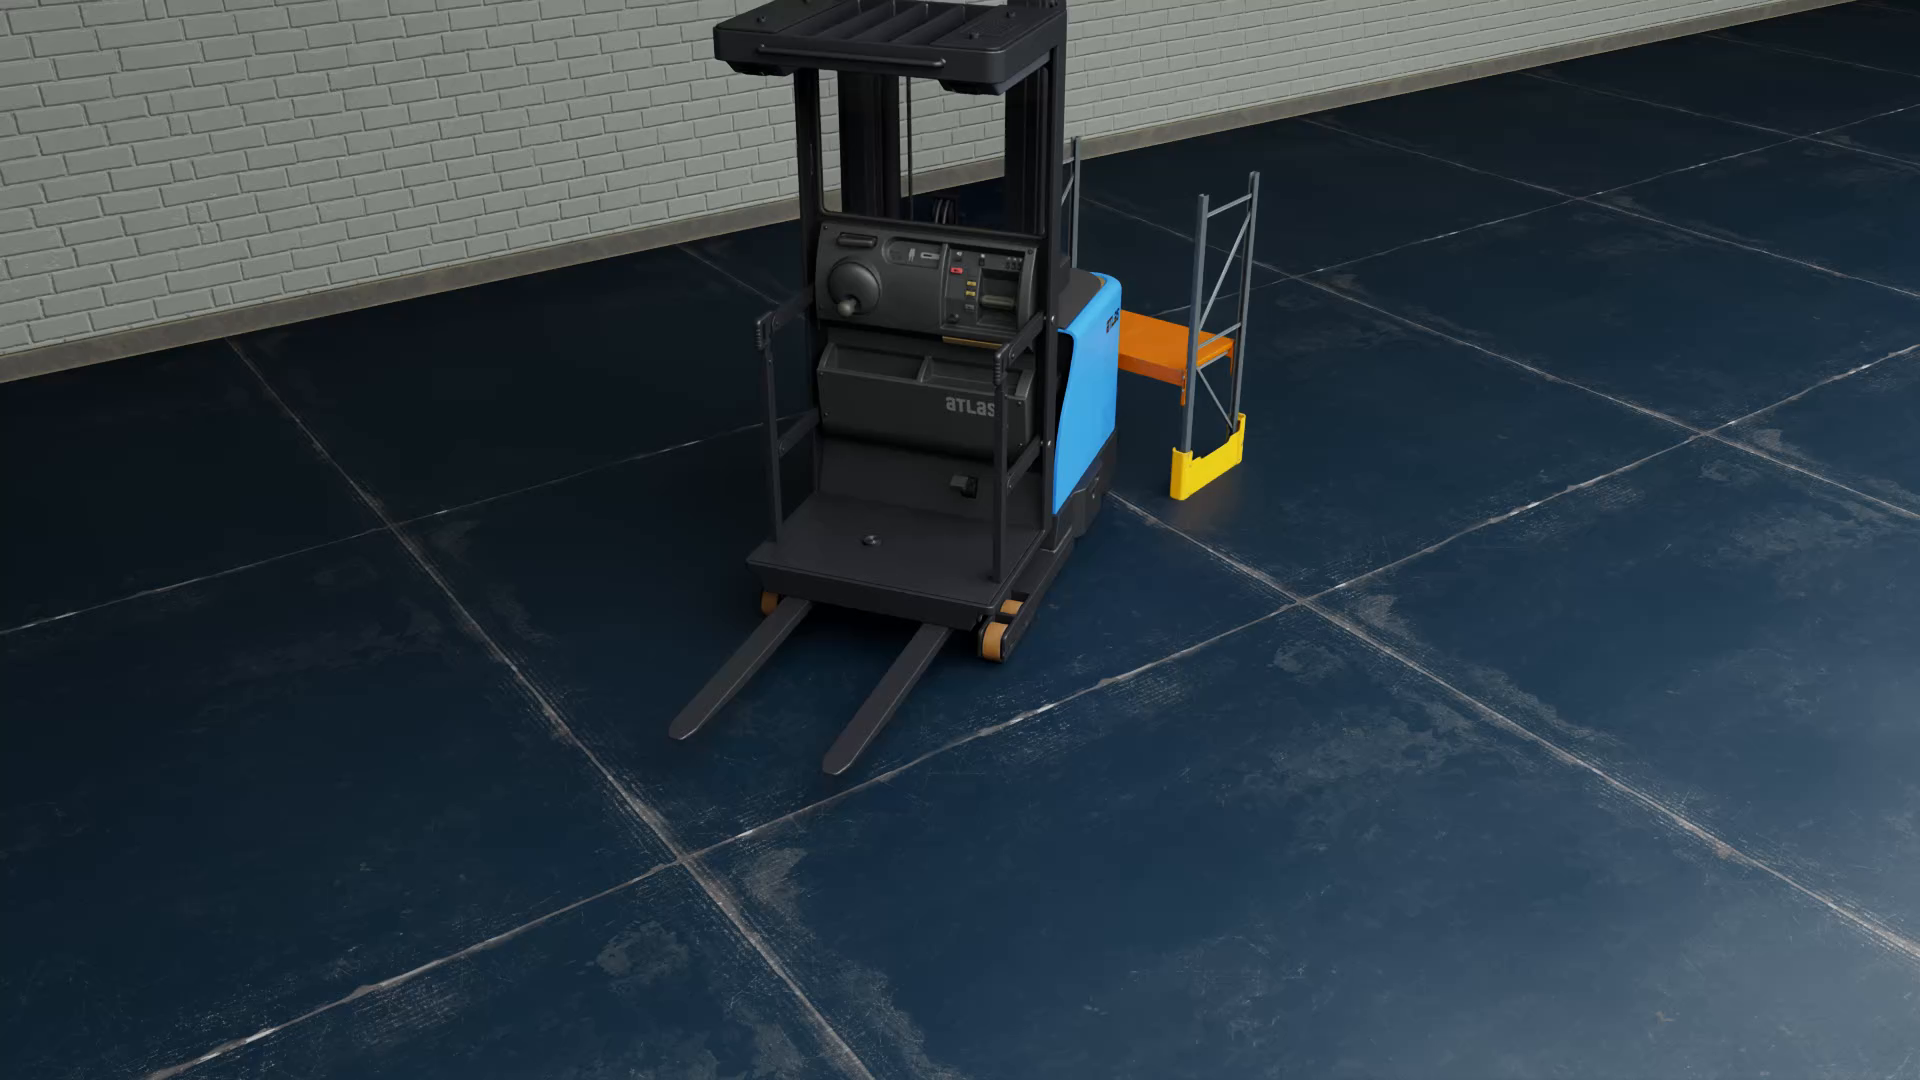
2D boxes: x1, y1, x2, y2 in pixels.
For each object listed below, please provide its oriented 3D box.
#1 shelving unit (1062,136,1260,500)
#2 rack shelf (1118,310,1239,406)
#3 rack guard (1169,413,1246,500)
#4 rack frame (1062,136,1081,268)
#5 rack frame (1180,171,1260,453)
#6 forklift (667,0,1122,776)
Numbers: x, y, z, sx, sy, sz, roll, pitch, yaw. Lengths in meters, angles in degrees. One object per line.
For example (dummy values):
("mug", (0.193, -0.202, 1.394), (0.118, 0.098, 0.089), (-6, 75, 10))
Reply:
("shelving unit", (0.844, -1.120, 8.240), (1.083, 1.500, 0.587), (21, 35, 33))
("rack shelf", (0.836, -0.964, 8.331), (1.000, 0.185, 0.538), (21, 35, 33))
("rack guard", (1.233, -0.422, 8.265), (0.087, 0.250, 0.587), (21, 35, 33))
("rack frame", (0.439, -1.274, 8.524), (0.032, 1.500, 0.500), (21, 35, 33))
("rack frame", (1.234, -0.971, 7.966), (0.032, 1.500, 0.500), (21, 35, 33))
("forklift", (-0.217, -1.008, 6.535), (1.130, 2.935, 3.031), (10, 30, 18))
